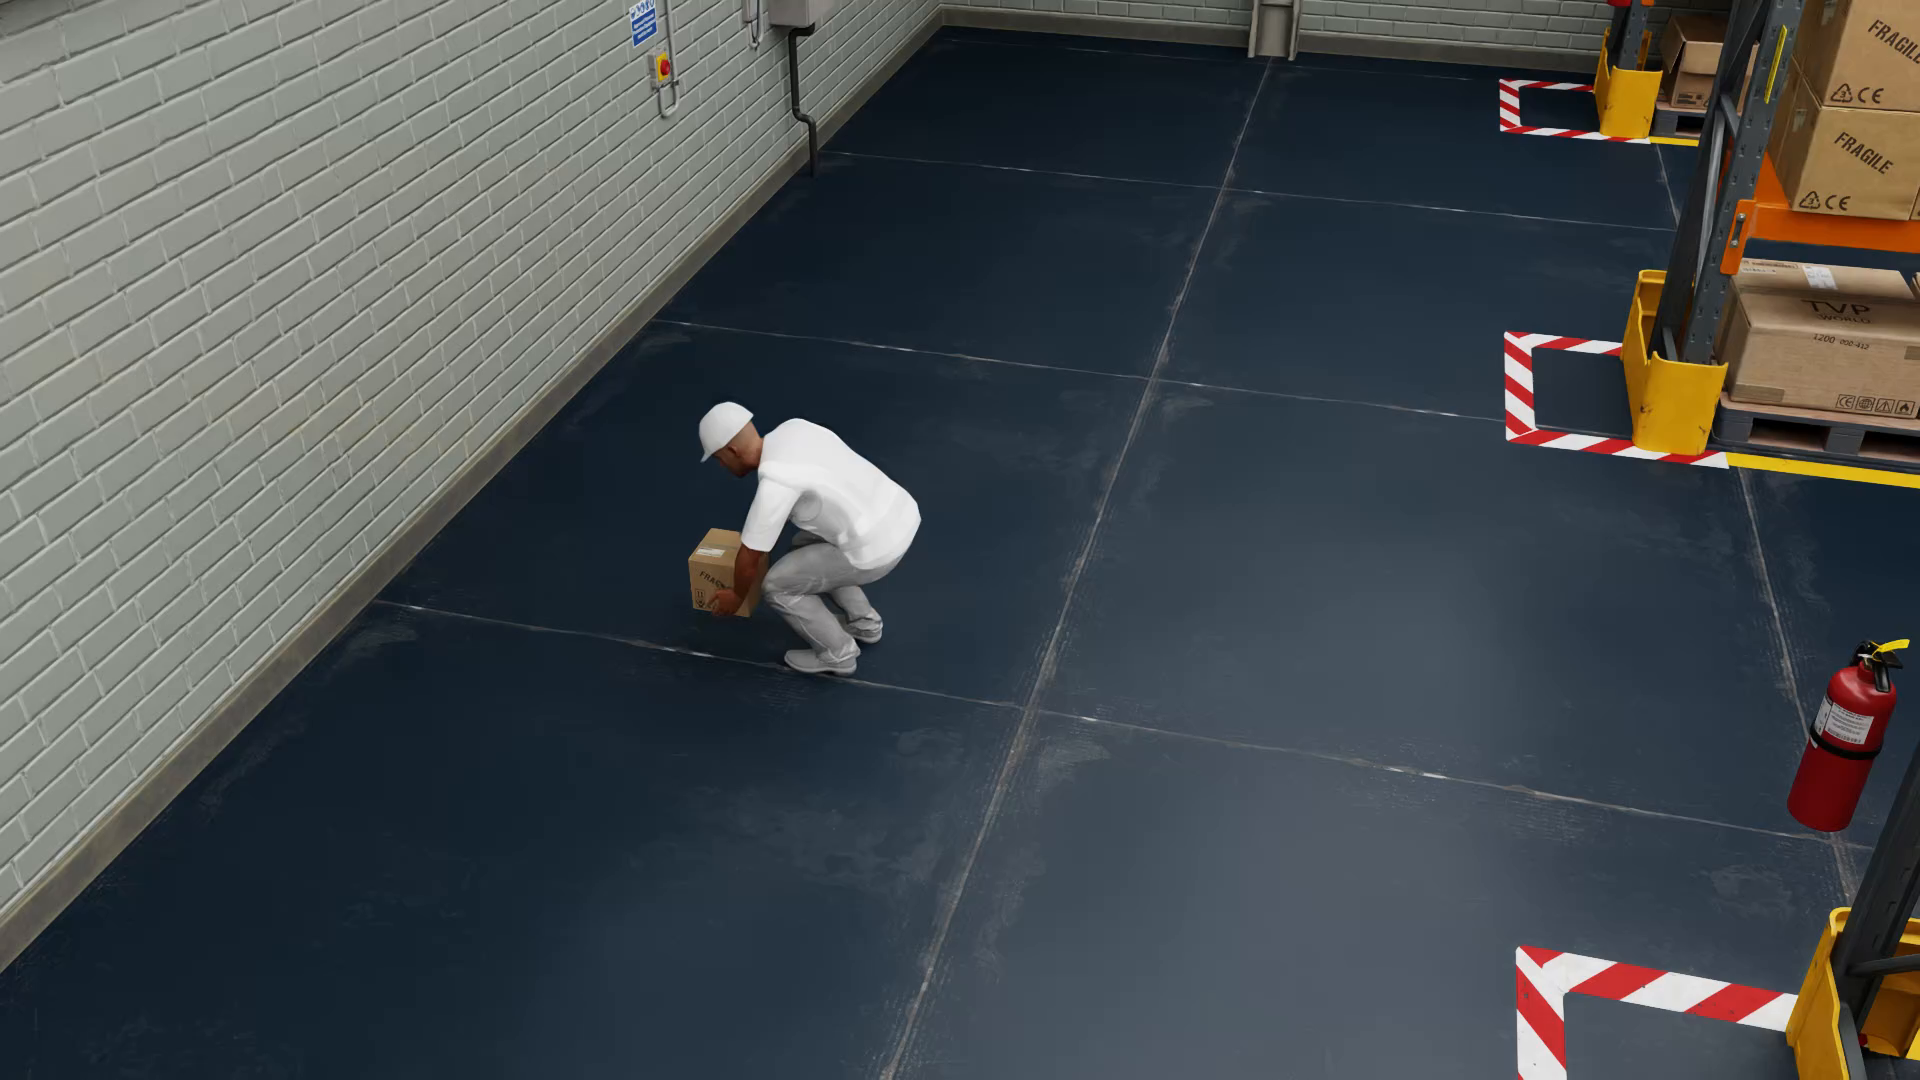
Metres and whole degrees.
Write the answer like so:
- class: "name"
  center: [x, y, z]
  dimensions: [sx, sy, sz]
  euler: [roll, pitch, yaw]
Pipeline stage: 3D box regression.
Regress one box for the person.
- class: "person"
  center: [-0.603, -0.003, 6.689]
  dimensions: [0.852, 1.156, 0.612]
  euler: [8, 33, 12]
